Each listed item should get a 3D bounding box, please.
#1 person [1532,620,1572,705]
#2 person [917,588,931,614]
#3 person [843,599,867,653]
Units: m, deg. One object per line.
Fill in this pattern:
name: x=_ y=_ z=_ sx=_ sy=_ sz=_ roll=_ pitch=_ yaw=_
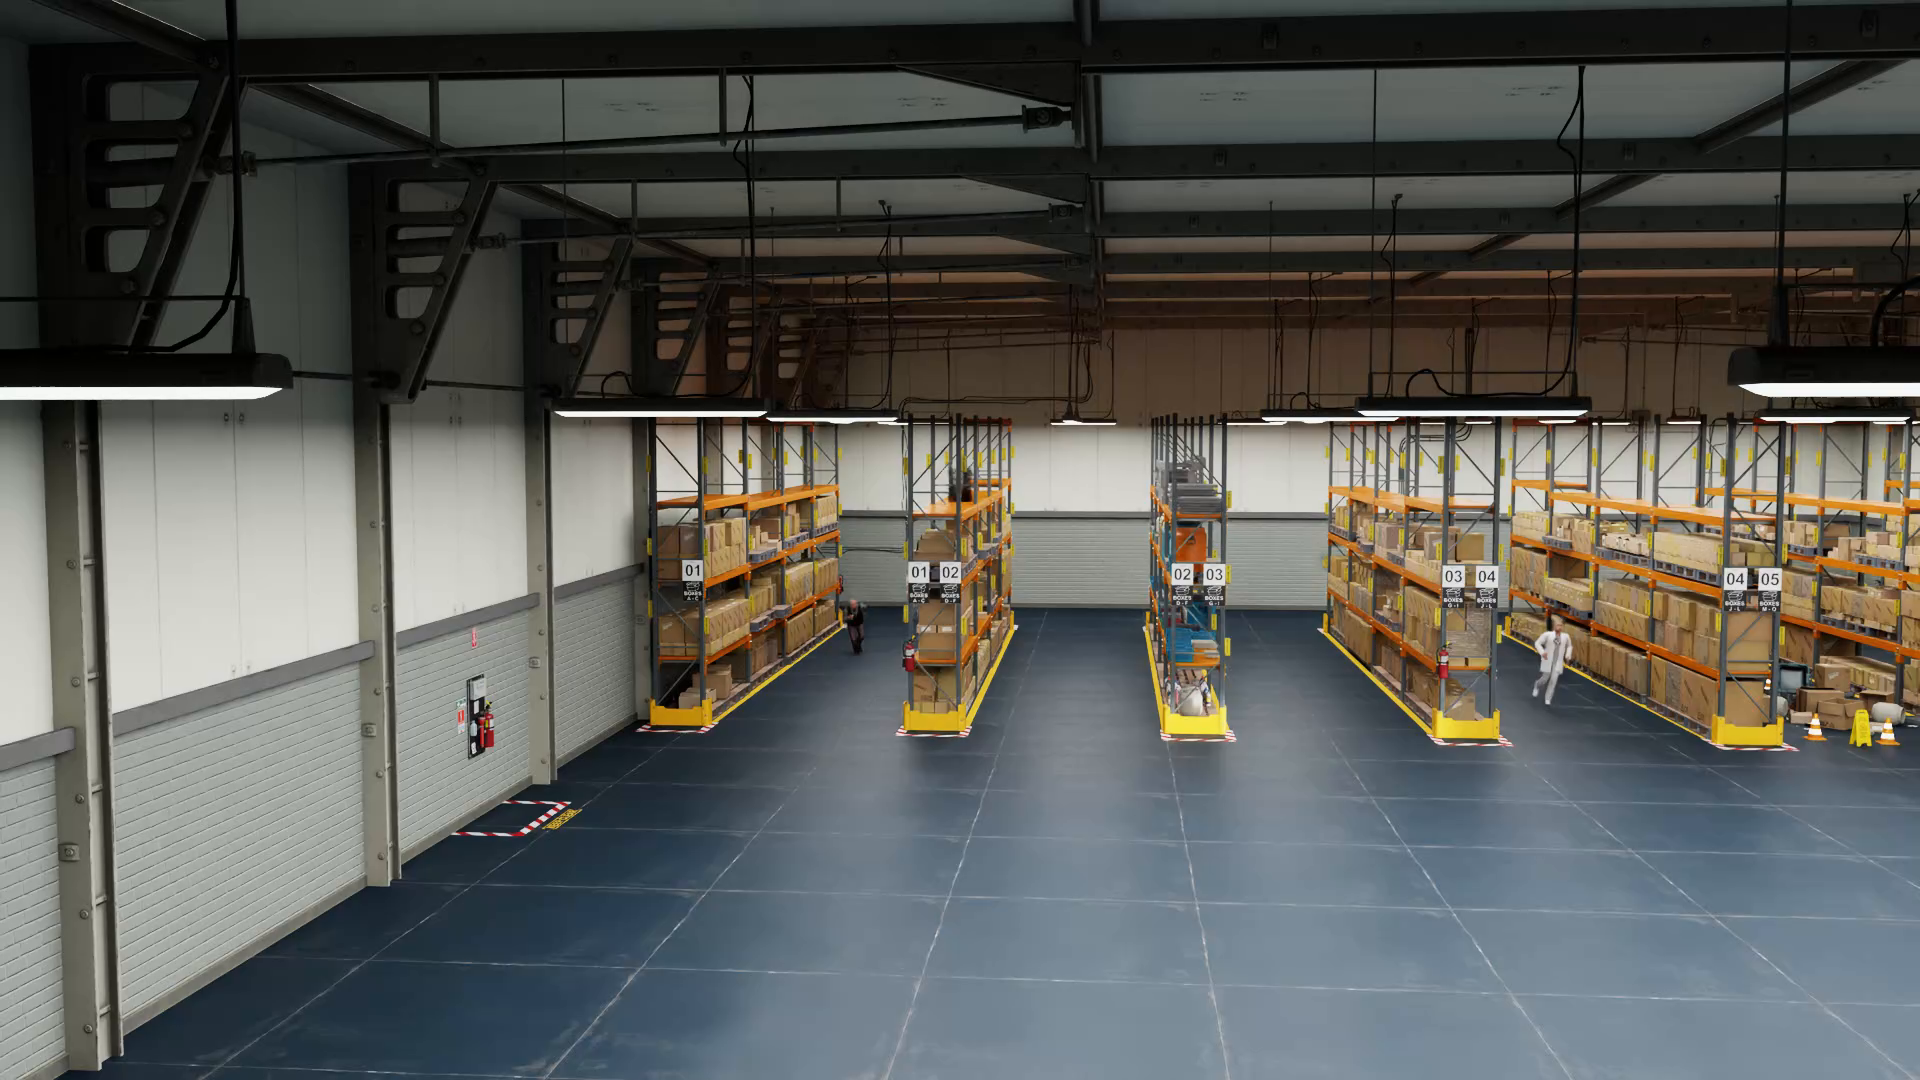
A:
person: x=12.367 y=2.531 z=34.573 sx=0.775 sy=1.720 sz=0.910 roll=0 pitch=4 yaw=3
person: x=-0.879 y=1.605 z=49.057 sx=0.783 sy=1.670 sz=0.562 roll=0 pitch=4 yaw=6
person: x=-2.637 y=2.170 z=41.978 sx=0.656 sy=1.435 sz=0.995 roll=-1 pitch=4 yaw=-9
